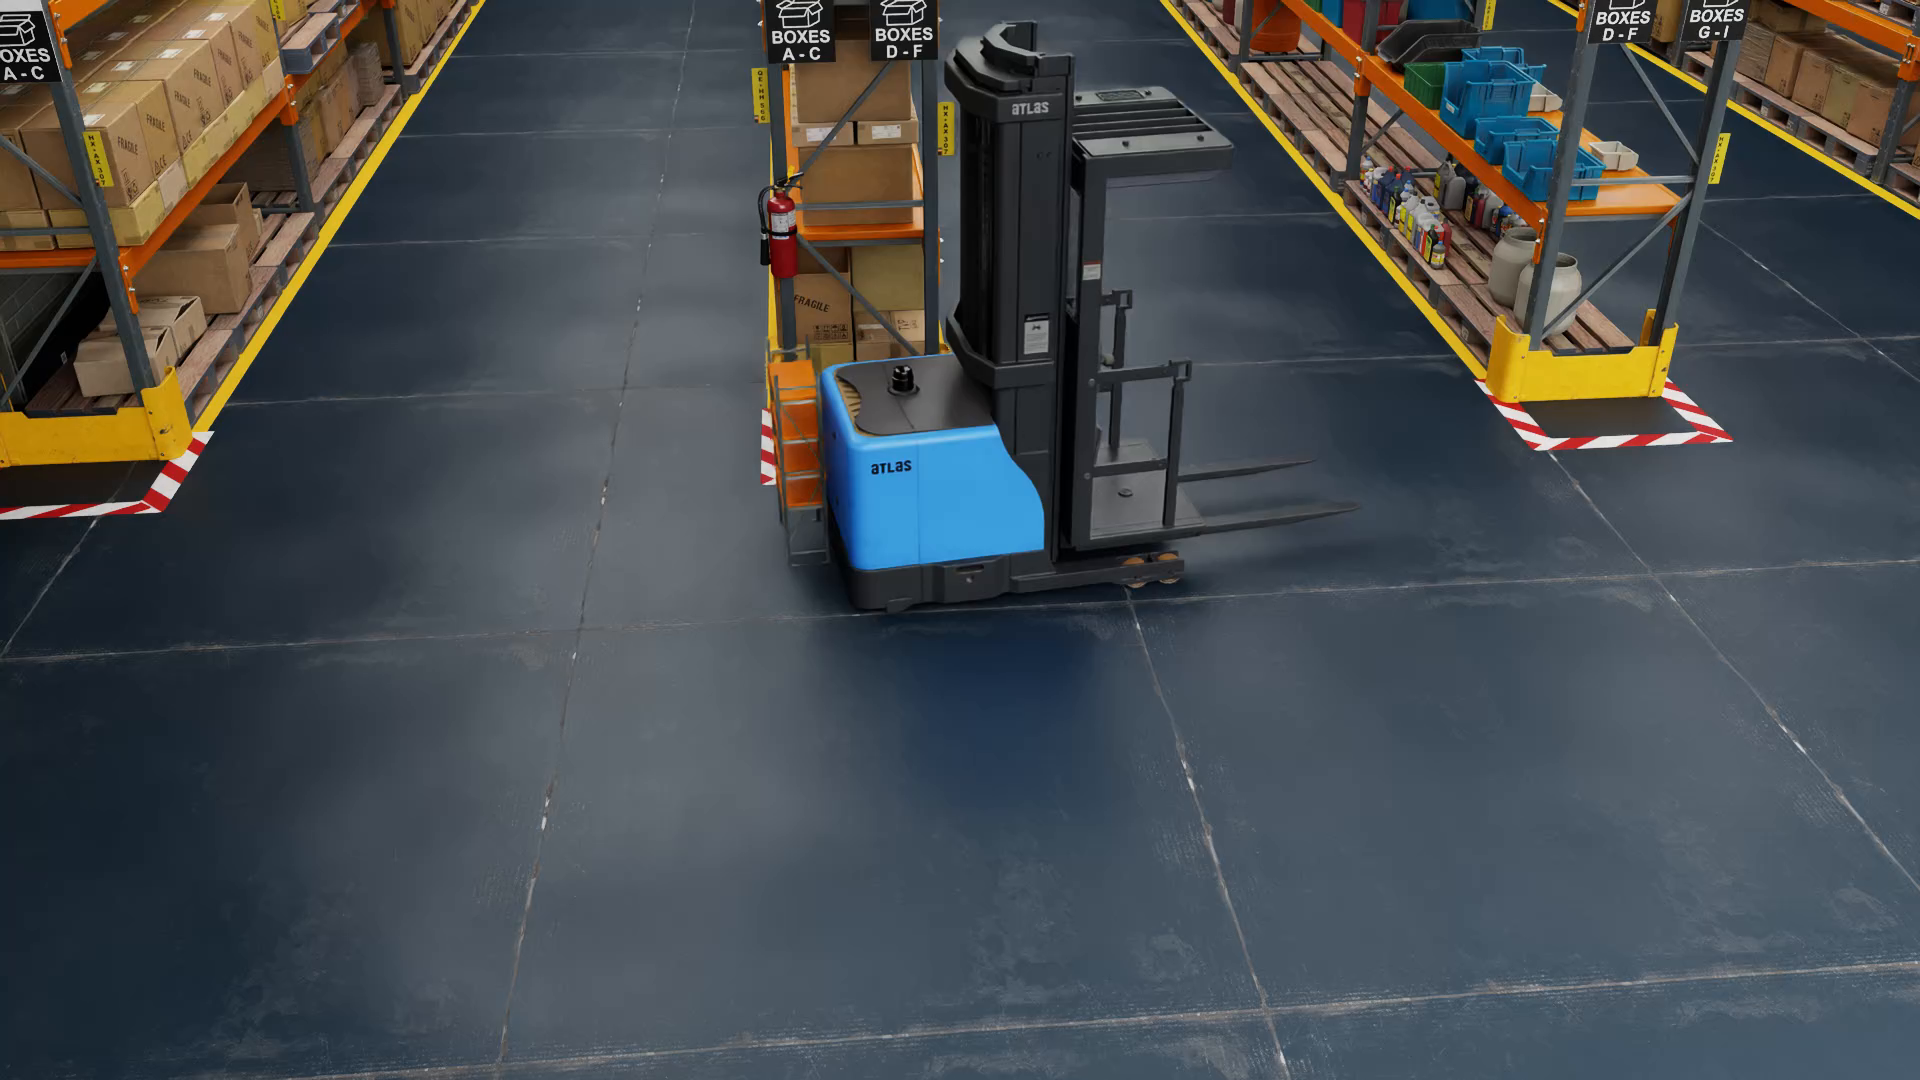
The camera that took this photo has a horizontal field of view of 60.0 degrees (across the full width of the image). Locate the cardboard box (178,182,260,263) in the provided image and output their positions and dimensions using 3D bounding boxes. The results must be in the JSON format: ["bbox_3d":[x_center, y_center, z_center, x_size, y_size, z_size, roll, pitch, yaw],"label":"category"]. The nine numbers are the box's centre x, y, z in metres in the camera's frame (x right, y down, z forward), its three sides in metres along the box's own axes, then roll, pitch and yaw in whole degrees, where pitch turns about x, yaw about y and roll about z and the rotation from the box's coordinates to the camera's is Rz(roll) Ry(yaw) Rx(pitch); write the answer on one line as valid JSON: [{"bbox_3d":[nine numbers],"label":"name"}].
[{"bbox_3d":[-5.806,-2.452,12.939,0.500,0.500,0.500,-5,31,-8],"label":"cardboard box"}]

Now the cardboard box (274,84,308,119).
[{"bbox_3d":[-6.073,-3.902,14.634,0.500,0.250,0.500,-3,31,-6],"label":"cardboard box"}]

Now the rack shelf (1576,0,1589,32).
[{"bbox_3d":[4.108,-4.297,11.795,1.077,0.370,4.000,-3,31,-5],"label":"rack shelf"}]

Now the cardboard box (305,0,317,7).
[{"bbox_3d":[-6.094,-4.978,14.632,0.700,0.500,0.500,1,31,2],"label":"cardboard box"}]

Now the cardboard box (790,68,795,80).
[{"bbox_3d":[-0.959,-3.095,11.277,0.380,0.149,0.250,-2,31,-3],"label":"cardboard box"}]

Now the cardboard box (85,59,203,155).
[{"bbox_3d":[-5.393,-2.863,11.014,0.500,0.500,0.500,-4,31,-6],"label":"cardboard box"}]

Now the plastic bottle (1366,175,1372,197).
[{"bbox_3d":[3.533,-3.039,14.212,0.097,0.201,0.097,0,31,0],"label":"plastic bottle"}]

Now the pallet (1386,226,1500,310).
[{"bbox_3d":[4.059,-2.173,13.181,1.003,0.211,1.213,-3,31,-5],"label":"pallet"}]

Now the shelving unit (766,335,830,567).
[{"bbox_3d":[-0.915,-0.497,9.409,0.258,1.200,0.503,-6,31,-9],"label":"shelving unit"}]

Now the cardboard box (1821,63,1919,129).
[{"bbox_3d":[8.790,-4.251,15.950,0.700,0.500,0.500,-3,31,-5],"label":"cardboard box"}]

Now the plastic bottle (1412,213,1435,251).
[{"bbox_3d":[3.677,-2.434,13.126,0.152,0.276,0.135,-4,31,-6],"label":"plastic bottle"}]

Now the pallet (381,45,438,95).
[{"bbox_3d":[-6.315,-5.115,18.108,1.003,0.211,1.213,-3,31,-5],"label":"pallet"}]

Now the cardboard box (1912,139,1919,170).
[{"bbox_3d":[8.850,-3.477,14.674,0.500,0.500,0.500,-4,31,-6],"label":"cardboard box"}]

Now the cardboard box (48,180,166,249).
[{"bbox_3d":[-5.299,-2.031,10.351,0.500,0.250,0.500,-4,31,-6],"label":"cardboard box"}]

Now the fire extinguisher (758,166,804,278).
[{"bbox_3d":[-1.089,-1.945,10.157,0.296,0.674,0.183,-3,31,-5],"label":"fire extinguisher"}]

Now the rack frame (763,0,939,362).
[{"bbox_3d":[-0.637,-2.061,10.276,1.000,3.000,0.127,-3,31,-5],"label":"rack frame"}]

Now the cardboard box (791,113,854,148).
[{"bbox_3d":[-0.863,-2.569,10.395,0.380,0.149,0.250,-3,31,-5],"label":"cardboard box"}]

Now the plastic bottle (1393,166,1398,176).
[{"bbox_3d":[3.678,-3.020,14.100,0.061,0.283,0.133,-3,31,-5],"label":"plastic bottle"}]

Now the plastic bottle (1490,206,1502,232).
[{"bbox_3d":[4.366,-2.606,13.488,0.097,0.201,0.097,0,31,0],"label":"plastic bottle"}]

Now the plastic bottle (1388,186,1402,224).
[{"bbox_3d":[3.575,-2.747,13.644,0.061,0.283,0.133,-1,31,-2],"label":"plastic bottle"}]

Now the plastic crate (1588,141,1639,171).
[{"bbox_3d":[4.531,-2.656,11.528,0.298,0.136,0.250,-3,31,-5],"label":"plastic crate"}]

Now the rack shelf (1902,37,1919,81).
[{"bbox_3d":[9.039,-3.246,12.961,1.077,0.370,4.000,-3,31,-5],"label":"rack shelf"}]

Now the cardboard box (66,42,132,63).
[{"bbox_3d":[-5.962,-3.097,11.405,0.500,0.500,0.500,-2,31,-4],"label":"cardboard box"}]

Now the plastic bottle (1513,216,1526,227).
[{"bbox_3d":[4.403,-2.430,13.124,0.097,0.271,0.097,0,31,0],"label":"plastic bottle"}]

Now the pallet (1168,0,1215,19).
[{"bbox_3d":[3.204,-6.830,20.979,1.003,0.211,1.213,-3,31,-5],"label":"pallet"}]

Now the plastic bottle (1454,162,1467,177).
[{"bbox_3d":[4.268,-3.076,14.128,0.144,0.351,0.185,-4,31,-6],"label":"plastic bottle"}]

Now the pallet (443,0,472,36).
[{"bbox_3d":[-6.543,-6.361,20.194,1.003,0.211,1.213,-3,31,-5],"label":"pallet"}]

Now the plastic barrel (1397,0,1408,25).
[{"bbox_3d":[4.050,-4.896,14.889,0.433,0.535,0.433,0,31,0],"label":"plastic barrel"}]

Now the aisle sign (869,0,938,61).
[{"bbox_3d":[-0.326,-3.158,9.578,0.394,0.787,0.004,-3,31,-5],"label":"aisle sign"}]

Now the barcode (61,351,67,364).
[{"bbox_3d":[-5.944,-1.208,11.032,0.001,0.075,0.075,-3,31,-5],"label":"barcode"}]

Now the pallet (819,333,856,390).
[{"bbox_3d":[-0.751,-1.253,11.641,1.003,0.211,1.213,-3,31,-5],"label":"pallet"}]

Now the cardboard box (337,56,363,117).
[{"bbox_3d":[-6.265,-4.389,16.181,0.700,0.500,0.500,-3,31,-5],"label":"cardboard box"}]

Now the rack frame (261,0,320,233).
[{"bbox_3d":[-5.943,-3.864,13.294,1.000,3.000,0.127,-3,31,-5],"label":"rack frame"}]

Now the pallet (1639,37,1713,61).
[{"bbox_3d":[8.480,-5.827,19.300,1.003,0.211,1.213,-3,31,-5],"label":"pallet"}]

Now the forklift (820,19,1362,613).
[{"bbox_3d":[0.781,-1.248,8.982,3.031,2.935,1.130,-7,32,-11],"label":"forklift"}]

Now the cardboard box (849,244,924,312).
[{"bbox_3d":[-0.515,-1.923,11.584,0.500,0.500,0.500,-3,31,-5],"label":"cardboard box"}]

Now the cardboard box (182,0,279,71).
[{"bbox_3d":[-5.591,-3.904,12.756,0.500,0.500,0.500,-3,31,-5],"label":"cardboard box"}]

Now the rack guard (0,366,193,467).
[{"bbox_3d":[-5.576,-0.788,10.581,1.175,0.500,0.348,-3,31,-5],"label":"rack guard"}]

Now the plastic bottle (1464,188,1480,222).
[{"bbox_3d":[4.216,-2.766,13.675,0.061,0.283,0.133,-3,31,-5],"label":"plastic bottle"}]

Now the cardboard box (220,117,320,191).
[{"bbox_3d":[-6.028,-3.355,14.450,0.700,0.500,0.500,-2,31,-3],"label":"cardboard box"}]

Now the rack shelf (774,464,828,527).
[{"bbox_3d":[-0.912,-0.269,9.546,0.258,0.148,0.480,-6,31,-9],"label":"rack shelf"}]

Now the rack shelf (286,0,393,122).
[{"bbox_3d":[-6.130,-4.577,15.188,1.077,0.370,4.000,-3,31,-5],"label":"rack shelf"}]

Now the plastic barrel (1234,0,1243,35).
[{"bbox_3d":[3.343,-6.026,18.931,0.421,0.512,0.421,0,31,0],"label":"plastic barrel"}]

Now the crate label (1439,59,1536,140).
[{"bbox_3d":[3.853,-3.239,12.212,0.502,0.435,0.616,-3,31,-5],"label":"crate label"}]

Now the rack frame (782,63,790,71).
[{"bbox_3d":[-1.011,-4.103,13.695,1.000,3.000,0.127,-3,31,-5],"label":"rack frame"}]

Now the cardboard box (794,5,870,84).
[{"bbox_3d":[-0.728,-3.195,10.812,0.700,0.500,0.500,-4,31,-6],"label":"cardboard box"}]

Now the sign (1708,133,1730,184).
[{"bbox_3d":[4.843,-2.440,10.639,0.100,0.325,0.005,-3,31,-5],"label":"sign"}]

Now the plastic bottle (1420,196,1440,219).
[{"bbox_3d":[3.786,-2.633,13.460,0.152,0.276,0.135,-3,31,-5],"label":"plastic bottle"}]

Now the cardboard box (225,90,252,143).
[{"bbox_3d":[-5.496,-3.070,12.092,0.500,0.250,0.500,-3,31,-5],"label":"cardboard box"}]

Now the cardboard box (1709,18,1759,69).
[{"bbox_3d":[8.561,-5.393,17.862,0.700,0.500,0.500,-4,31,-7],"label":"cardboard box"}]

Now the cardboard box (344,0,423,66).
[{"bbox_3d":[-6.255,-5.546,17.796,0.750,0.750,0.750,-3,31,-5],"label":"cardboard box"}]
